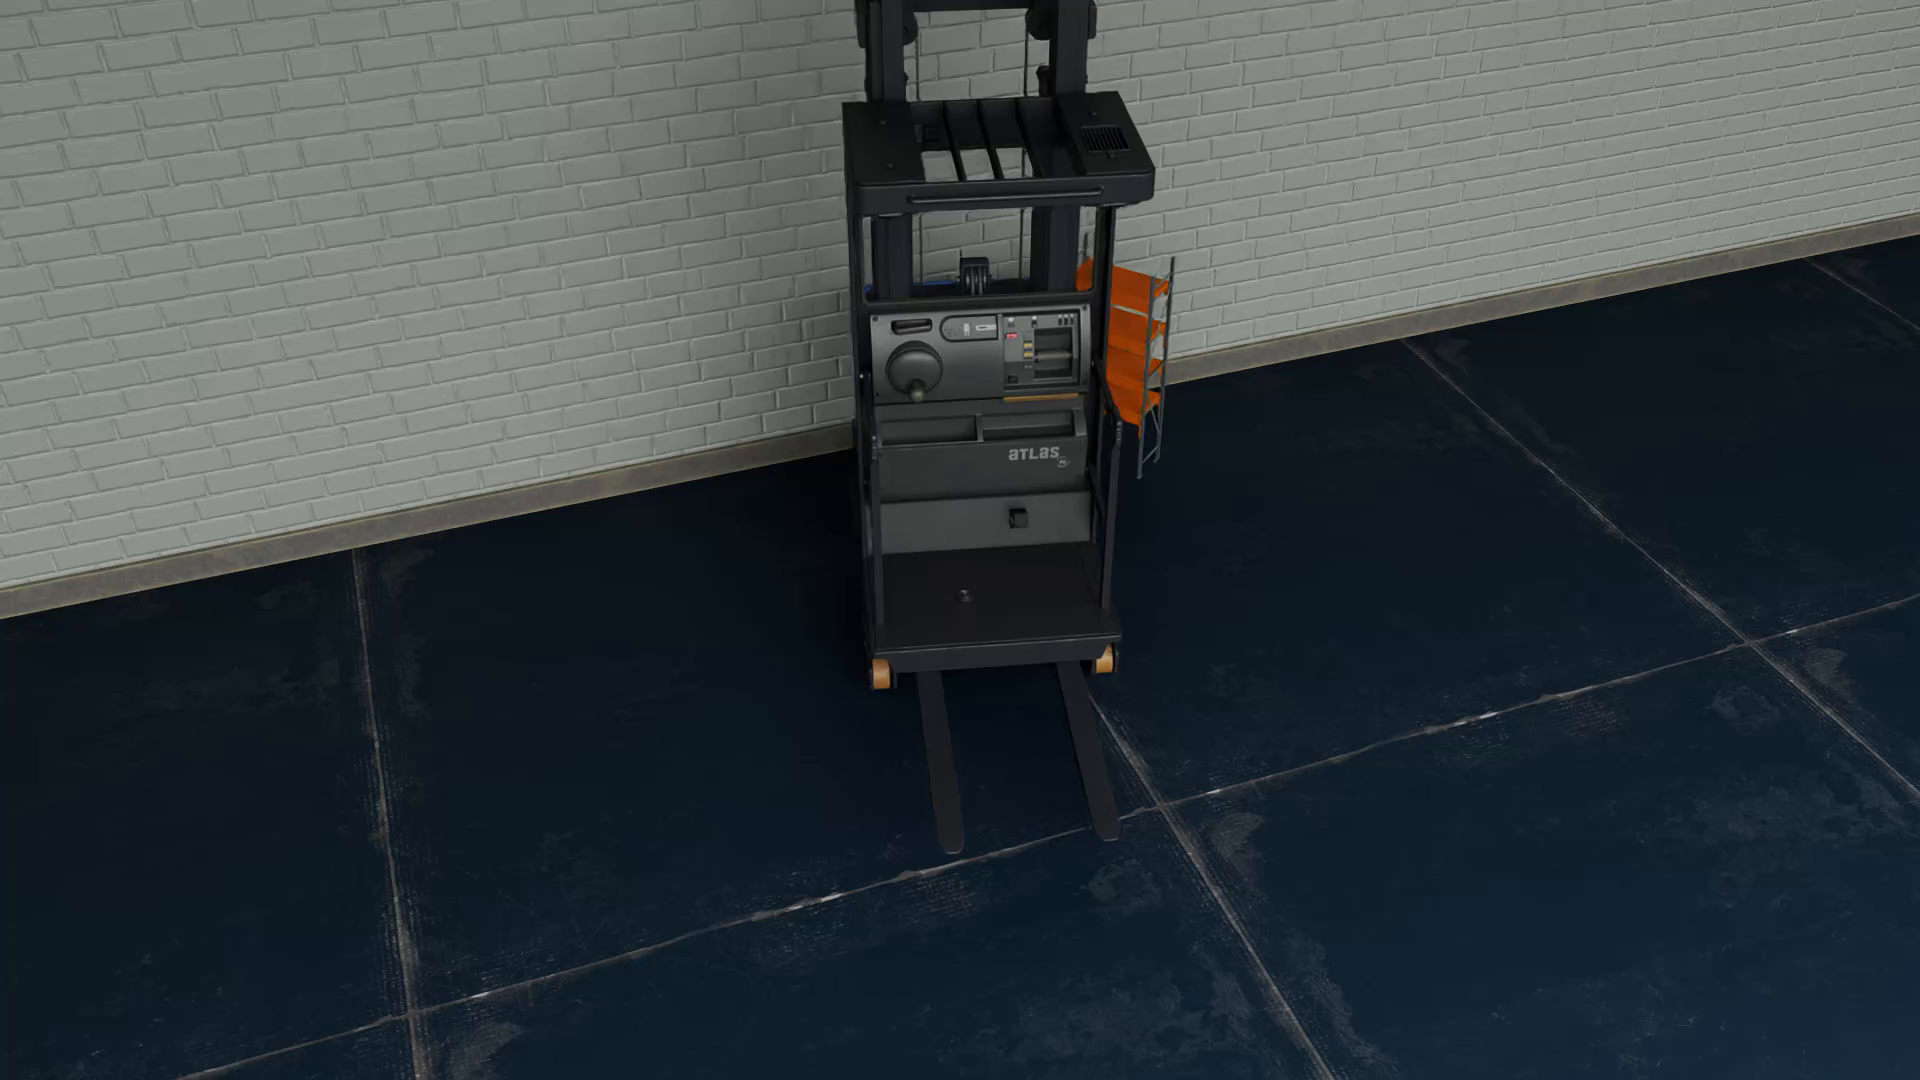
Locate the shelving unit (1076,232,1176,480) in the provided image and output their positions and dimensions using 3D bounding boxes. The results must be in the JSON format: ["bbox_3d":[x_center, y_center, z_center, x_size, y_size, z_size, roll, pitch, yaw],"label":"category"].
[{"bbox_3d":[0.785,-0.933,8.548,0.503,1.200,0.258,20,42,25],"label":"shelving unit"}]

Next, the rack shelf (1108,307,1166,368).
[{"bbox_3d":[0.784,-1.057,8.453,0.480,0.148,0.258,20,42,25],"label":"rack shelf"}]

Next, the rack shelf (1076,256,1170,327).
[{"bbox_3d":[0.783,-1.244,8.308,0.480,0.148,0.258,20,42,25],"label":"rack shelf"}]

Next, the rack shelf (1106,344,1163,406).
[{"bbox_3d":[0.786,-0.879,8.589,0.480,0.148,0.258,20,42,25],"label":"rack shelf"}]

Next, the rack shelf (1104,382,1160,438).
[{"bbox_3d":[0.787,-0.722,8.711,0.480,0.148,0.258,20,42,25],"label":"rack shelf"}]

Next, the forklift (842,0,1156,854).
[{"bbox_3d":[0.114,-0.722,6.833,1.130,2.935,3.031,-4,37,-5],"label":"forklift"}]

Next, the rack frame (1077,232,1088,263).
[{"bbox_3d":[0.578,-1.010,8.651,0.015,1.200,0.240,20,42,25],"label":"rack frame"}]

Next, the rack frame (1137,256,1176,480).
[{"bbox_3d":[0.993,-0.855,8.445,0.015,1.200,0.240,20,42,25],"label":"rack frame"}]
